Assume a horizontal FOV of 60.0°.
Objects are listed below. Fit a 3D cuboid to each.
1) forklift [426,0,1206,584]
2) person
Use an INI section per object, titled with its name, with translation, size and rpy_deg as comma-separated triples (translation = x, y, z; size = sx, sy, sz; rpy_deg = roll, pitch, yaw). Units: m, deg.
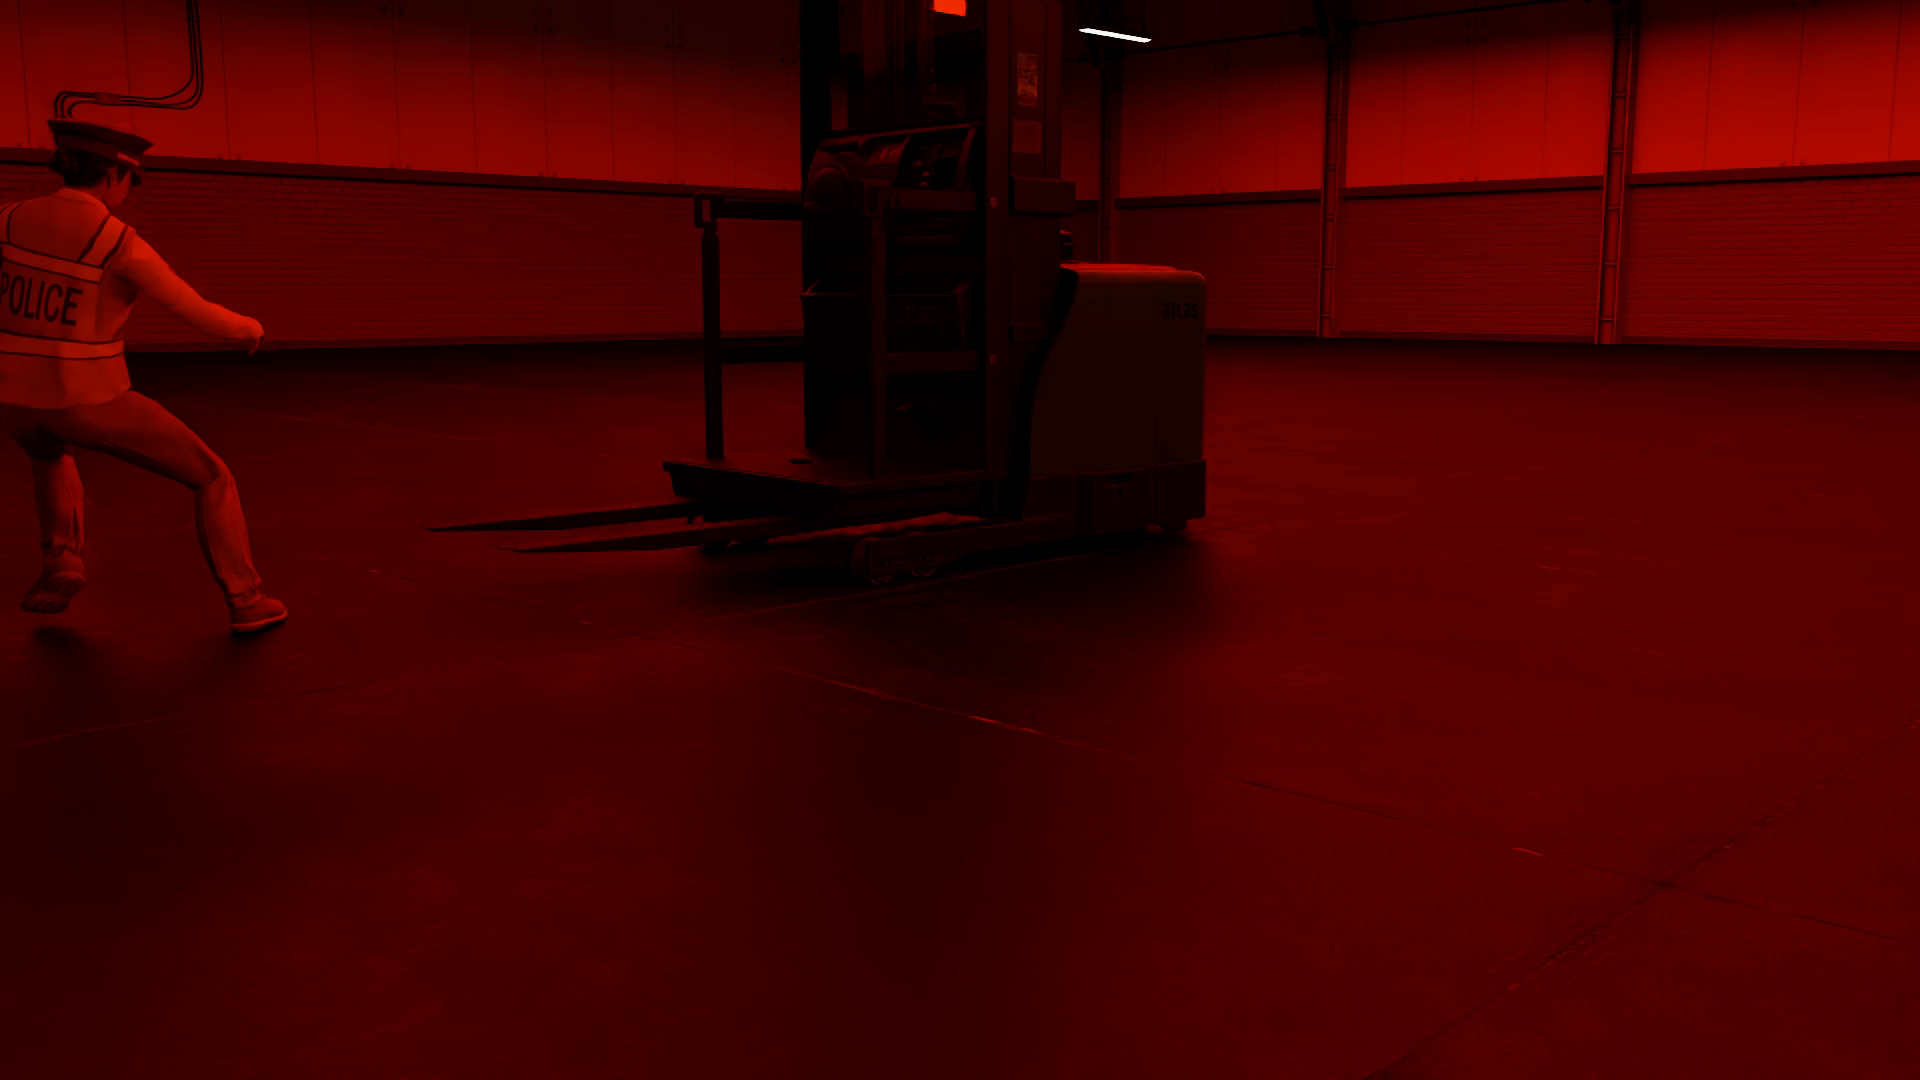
[forklift]
translation = -0.419, -1.384, 6.062
size = 3.031, 2.935, 1.130
rpy_deg = -8, 11, -41
[person]
translation = -2.494, -0.470, 4.888
size = 0.894, 1.467, 0.695
rpy_deg = 1, 9, 7
